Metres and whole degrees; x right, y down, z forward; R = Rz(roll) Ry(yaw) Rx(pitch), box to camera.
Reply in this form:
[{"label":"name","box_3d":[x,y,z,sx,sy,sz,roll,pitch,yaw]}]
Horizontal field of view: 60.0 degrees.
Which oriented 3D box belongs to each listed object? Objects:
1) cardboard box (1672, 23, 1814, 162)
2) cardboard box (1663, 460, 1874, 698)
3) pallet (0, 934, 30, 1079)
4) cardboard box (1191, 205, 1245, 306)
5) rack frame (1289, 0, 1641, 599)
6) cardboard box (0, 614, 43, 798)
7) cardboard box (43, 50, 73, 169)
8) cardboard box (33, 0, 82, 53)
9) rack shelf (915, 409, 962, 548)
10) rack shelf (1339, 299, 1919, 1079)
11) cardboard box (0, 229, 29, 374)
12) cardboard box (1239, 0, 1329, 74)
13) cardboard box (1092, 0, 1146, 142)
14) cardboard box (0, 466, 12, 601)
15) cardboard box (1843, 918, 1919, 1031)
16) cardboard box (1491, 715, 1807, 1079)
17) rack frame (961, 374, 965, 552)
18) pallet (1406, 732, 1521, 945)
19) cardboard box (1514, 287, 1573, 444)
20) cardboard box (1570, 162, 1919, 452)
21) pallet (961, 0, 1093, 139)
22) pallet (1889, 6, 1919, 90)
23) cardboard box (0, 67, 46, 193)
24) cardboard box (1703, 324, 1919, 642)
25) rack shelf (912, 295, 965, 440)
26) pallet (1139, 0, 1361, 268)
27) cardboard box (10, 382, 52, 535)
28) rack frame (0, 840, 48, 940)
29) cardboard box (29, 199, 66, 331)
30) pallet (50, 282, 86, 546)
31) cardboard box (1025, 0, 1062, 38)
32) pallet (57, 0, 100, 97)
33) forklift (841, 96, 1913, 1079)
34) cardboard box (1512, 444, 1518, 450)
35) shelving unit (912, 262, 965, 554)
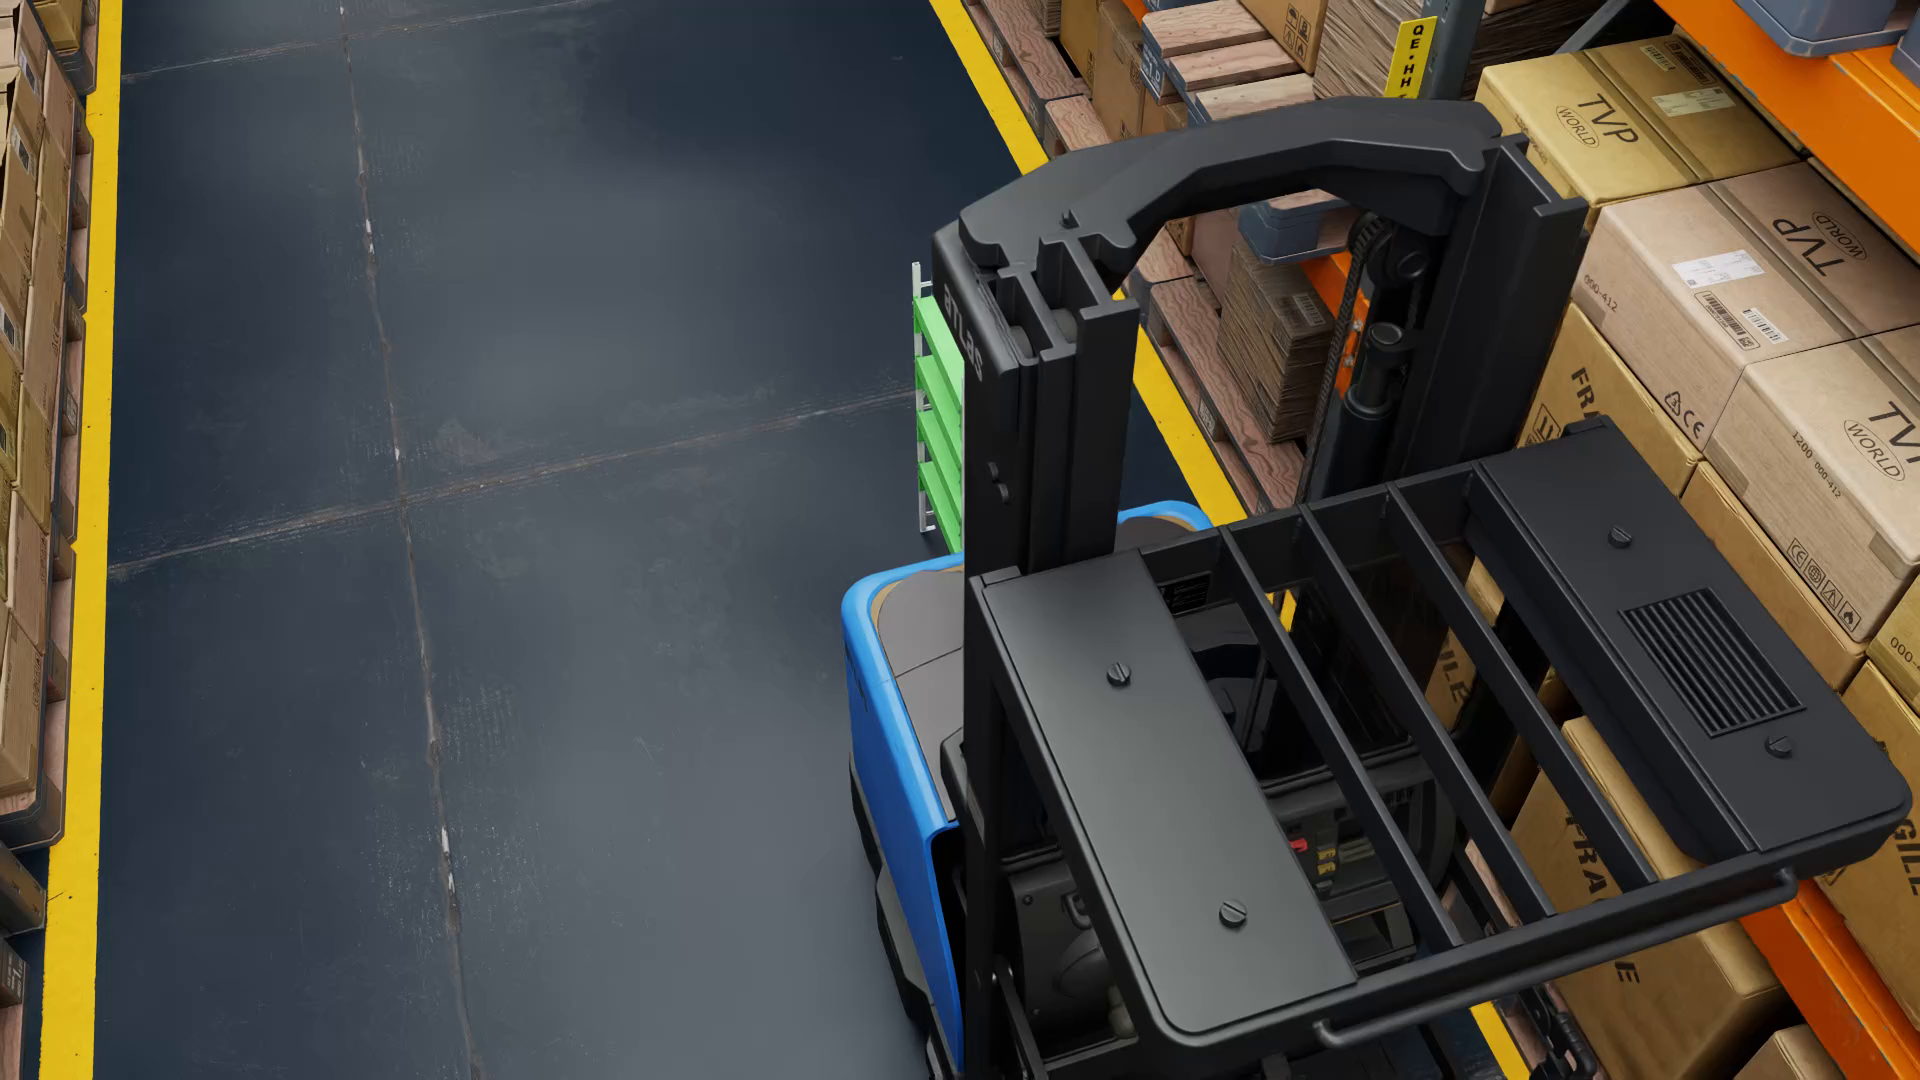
[{"label":"cardboard box","box_3d":[1.977,-1.001,3.868,0.500,0.250,0.500,-12,51,-10]},{"label":"cardboard box","box_3d":[1.786,0.128,3.407,0.500,0.500,0.500,-14,51,-11]},{"label":"pallet","box_3d":[-2.951,1.678,4.197,1.003,0.211,1.213,-13,51,-11]},{"label":"cardboard box","box_3d":[1.291,-1.150,6.105,0.700,0.500,0.500,-13,51,-11]},{"label":"rack frame","box_3d":[1.595,-0.897,4.545,1.000,3.000,0.127,-13,51,-11]},{"label":"cardboard box","box_3d":[-3.010,0.527,4.867,0.500,0.250,0.500,-13,51,-11]},{"label":"cardboard box","box_3d":[-3.919,-1.708,6.752,0.500,0.250,0.500,-14,51,-11]},{"label":"cardboard box","box_3d":[-4.166,-2.352,7.295,0.500,0.250,0.500,-13,51,-11]},{"label":"rack shelf","box_3d":[0.049,-0.225,5.238,0.258,0.148,0.480,-13,51,-11]},{"label":"rack shelf","box_3d":[2.187,0.795,3.588,1.077,0.370,4.000,-13,51,-11]},{"label":"cardboard box","box_3d":[-3.475,-0.783,5.605,0.500,0.311,0.500,-14,51,-11]},{"label":"cardboard box","box_3d":[1.256,-1.814,4.965,0.700,0.500,0.500,-18,52,-14]},{"label":"cardboard box","box_3d":[0.959,-1.873,6.714,0.700,0.500,0.500,-13,51,-11]},{"label":"cardboard box","box_3d":[-3.173,-0.035,4.975,0.500,0.311,0.500,-14,51,-12]},{"label":"cardboard box","box_3d":[2.006,0.781,3.281,0.380,0.149,0.250,-12,51,-10]},{"label":"cardboard box","box_3d":[1.940,0.868,4.188,0.750,0.750,0.750,-14,51,-11]},{"label":"rack frame","box_3d":[0.121,-0.088,5.039,0.240,1.200,0.015,-13,51,-11]},{"label":"pallet","box_3d":[1.757,0.594,5.111,1.003,0.211,1.213,-13,51,-11]},{"label":"cardboard box","box_3d":[1.495,-0.619,4.037,0.500,0.500,0.500,-12,51,-10]},{"label":"cardboard box","box_3d":[1.643,-0.491,3.439,0.500,0.250,0.500,-14,51,-11]},{"label":"pallet","box_3d":[0.644,-2.352,7.594,1.003,0.211,1.213,-13,51,-11]},{"label":"pallet","box_3d":[2.170,-0.529,2.396,1.003,0.211,1.213,-11,51,-9]},{"label":"cardboard box","box_3d":[-3.765,-1.516,6.223,0.500,0.311,0.500,-12,51,-10]},{"label":"cardboard box","box_3d":[1.795,-0.127,3.132,0.500,0.250,0.500,-13,51,-11]},{"label":"rack shelf","box_3d":[0.049,-0.534,4.871,0.258,0.148,0.480,-13,51,-11]},{"label":"pallet","box_3d":[1.283,-1.332,5.036,1.213,0.211,1.003,-13,51,-11]},{"label":"cardboard box","box_3d":[-3.319,-0.218,5.495,0.500,0.250,0.500,-15,51,-12]},{"label":"rack frame","box_3d":[-3.136,0.225,3.598,1.000,3.000,0.127,-13,51,-11]},{"label":"cardboard box","box_3d":[-3.619,-0.964,6.125,0.500,0.250,0.500,-12,51,-10]},{"label":"pallet","box_3d":[-3.699,-0.375,5.928,1.003,0.211,1.213,-13,51,-11]},{"label":"cardboard box","box_3d":[0.646,-2.621,7.345,0.700,0.500,0.500,-12,51,-10]},{"label":"pallet","box_3d":[-4.514,-2.388,7.625,1.003,0.211,1.213,-13,51,-11]},{"label":"forklift","box_3d":[0.621,0.811,3.150,1.130,2.935,3.031,-14,51,-12]},{"label":"cardboard box","box_3d":[1.535,-0.131,4.049,0.380,0.149,0.250,-12,51,-10]},{"label":"shelving unit","box_3d":[0.049,-0.266,5.189,0.258,1.200,0.503,-13,51,-11]}]
